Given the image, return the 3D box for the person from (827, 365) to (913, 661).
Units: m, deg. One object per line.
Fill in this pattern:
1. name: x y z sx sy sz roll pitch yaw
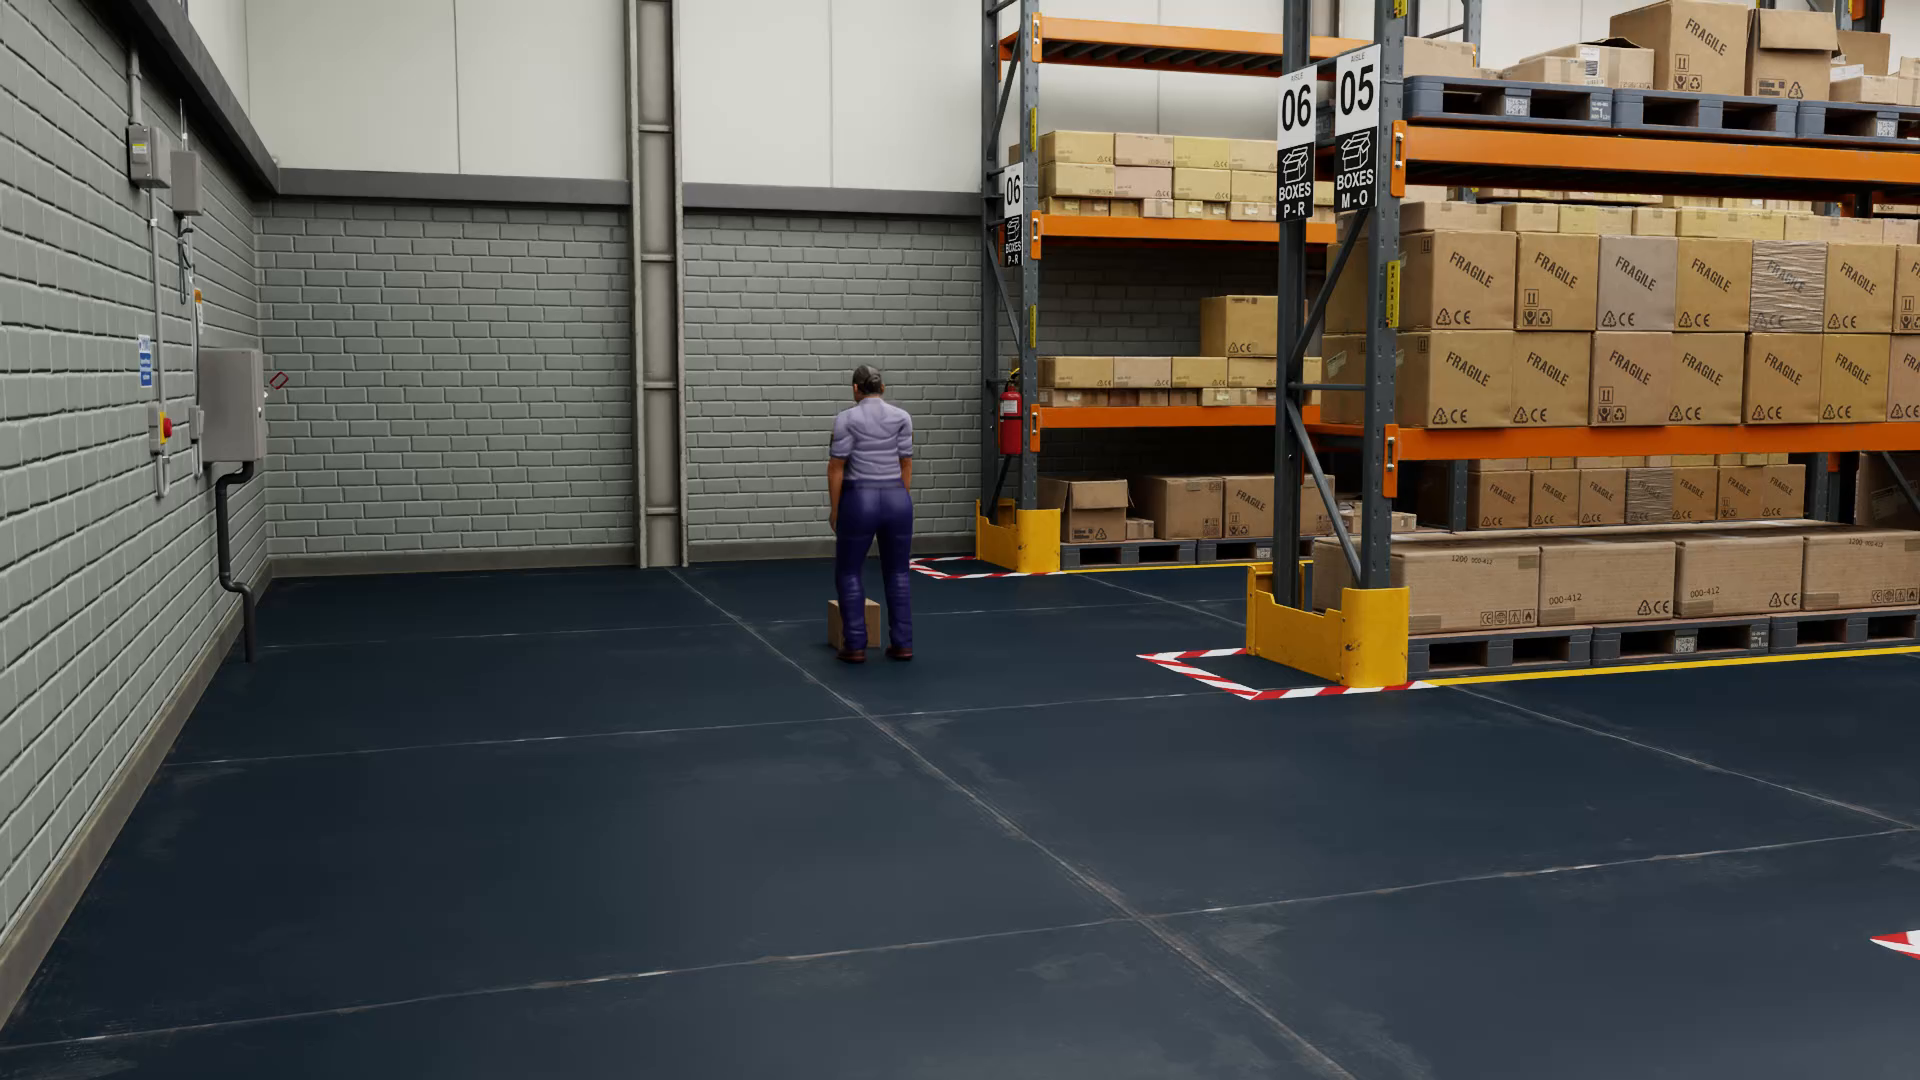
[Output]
1. person: -0.492 -0.143 9.155 0.480 1.634 0.342 -2 6 -17
